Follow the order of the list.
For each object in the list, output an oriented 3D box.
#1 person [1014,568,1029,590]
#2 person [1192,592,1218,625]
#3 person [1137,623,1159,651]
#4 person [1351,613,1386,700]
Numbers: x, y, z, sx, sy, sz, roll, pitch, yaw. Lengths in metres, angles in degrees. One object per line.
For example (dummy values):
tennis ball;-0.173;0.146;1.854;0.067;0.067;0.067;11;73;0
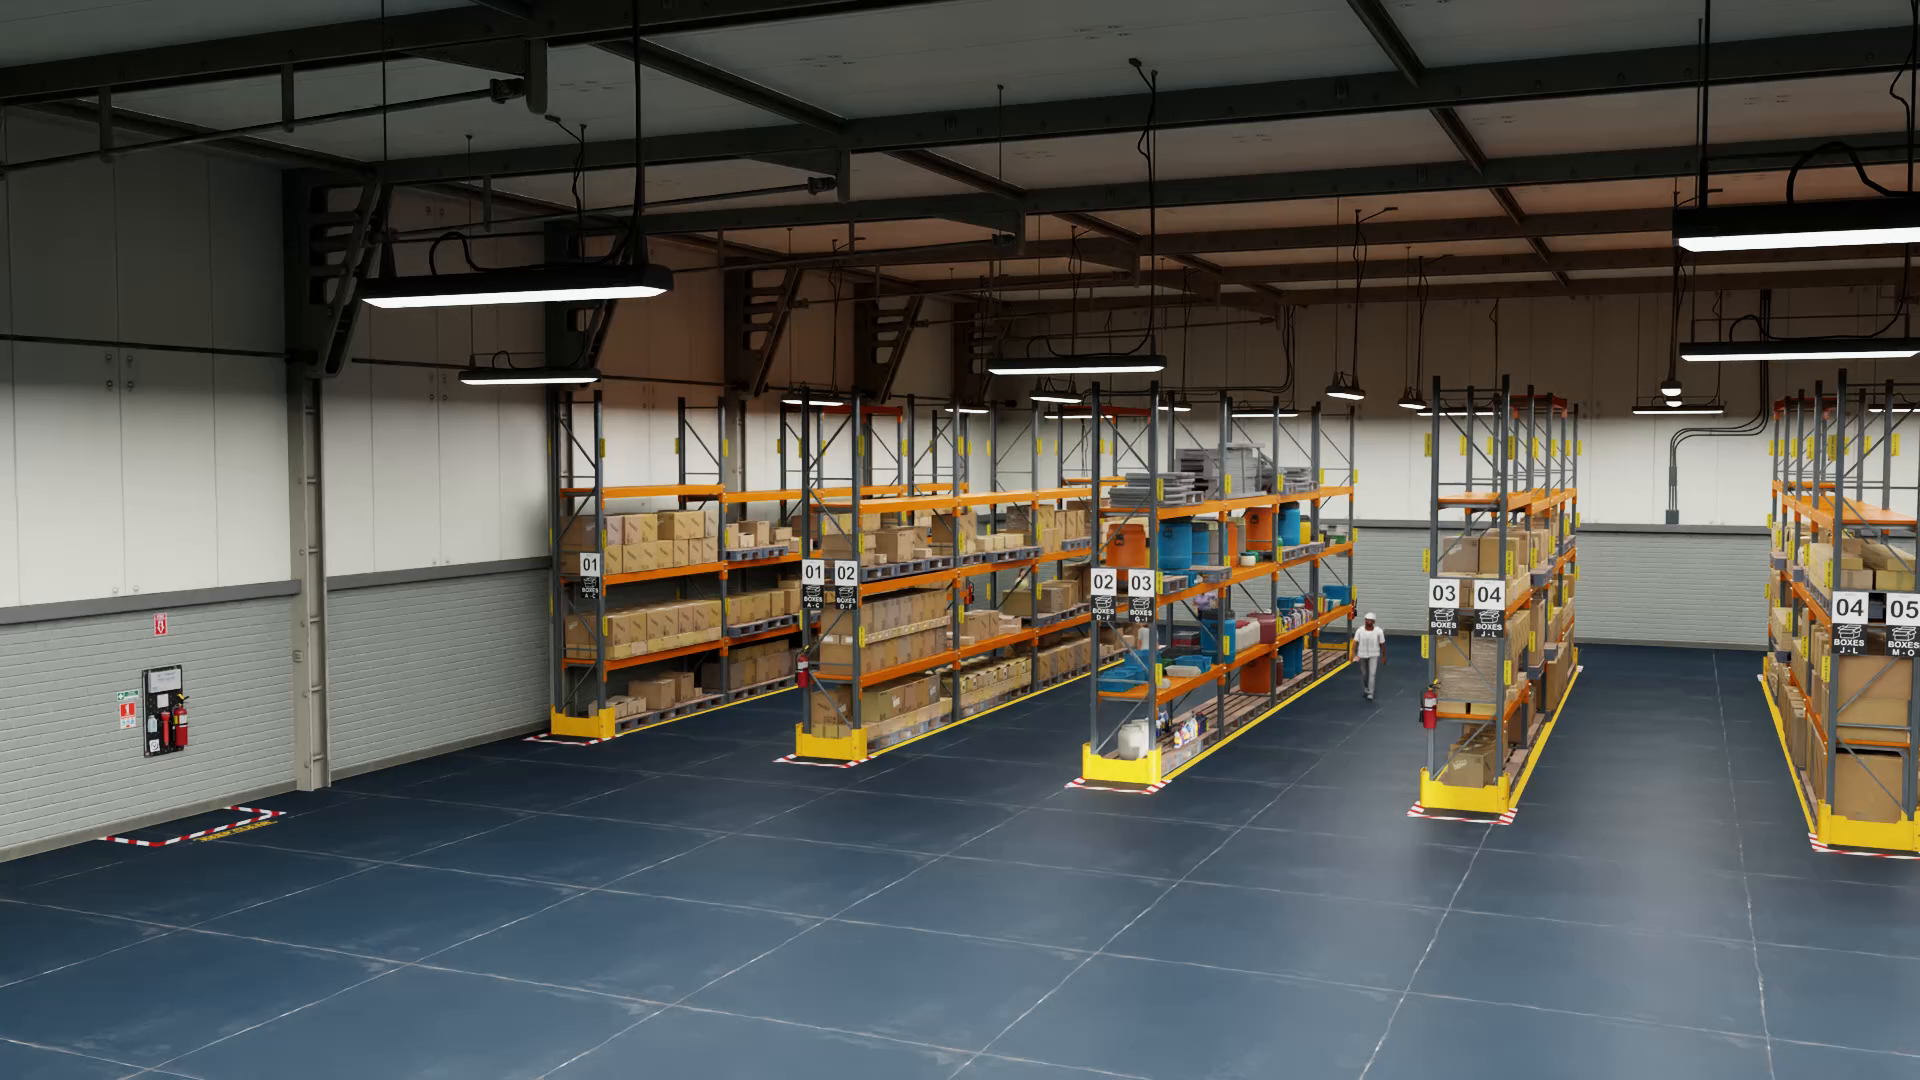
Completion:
person;1.703;1.567;46.792;1.000;1.562;0.430;2;4;31
person;6.267;1.882;42.399;0.630;1.561;0.748;2;4;33
person;3.798;2.344;33.463;0.493;1.633;0.516;1;3;23
person;8.152;2.309;33.183;0.679;1.710;1.093;1;3;20
